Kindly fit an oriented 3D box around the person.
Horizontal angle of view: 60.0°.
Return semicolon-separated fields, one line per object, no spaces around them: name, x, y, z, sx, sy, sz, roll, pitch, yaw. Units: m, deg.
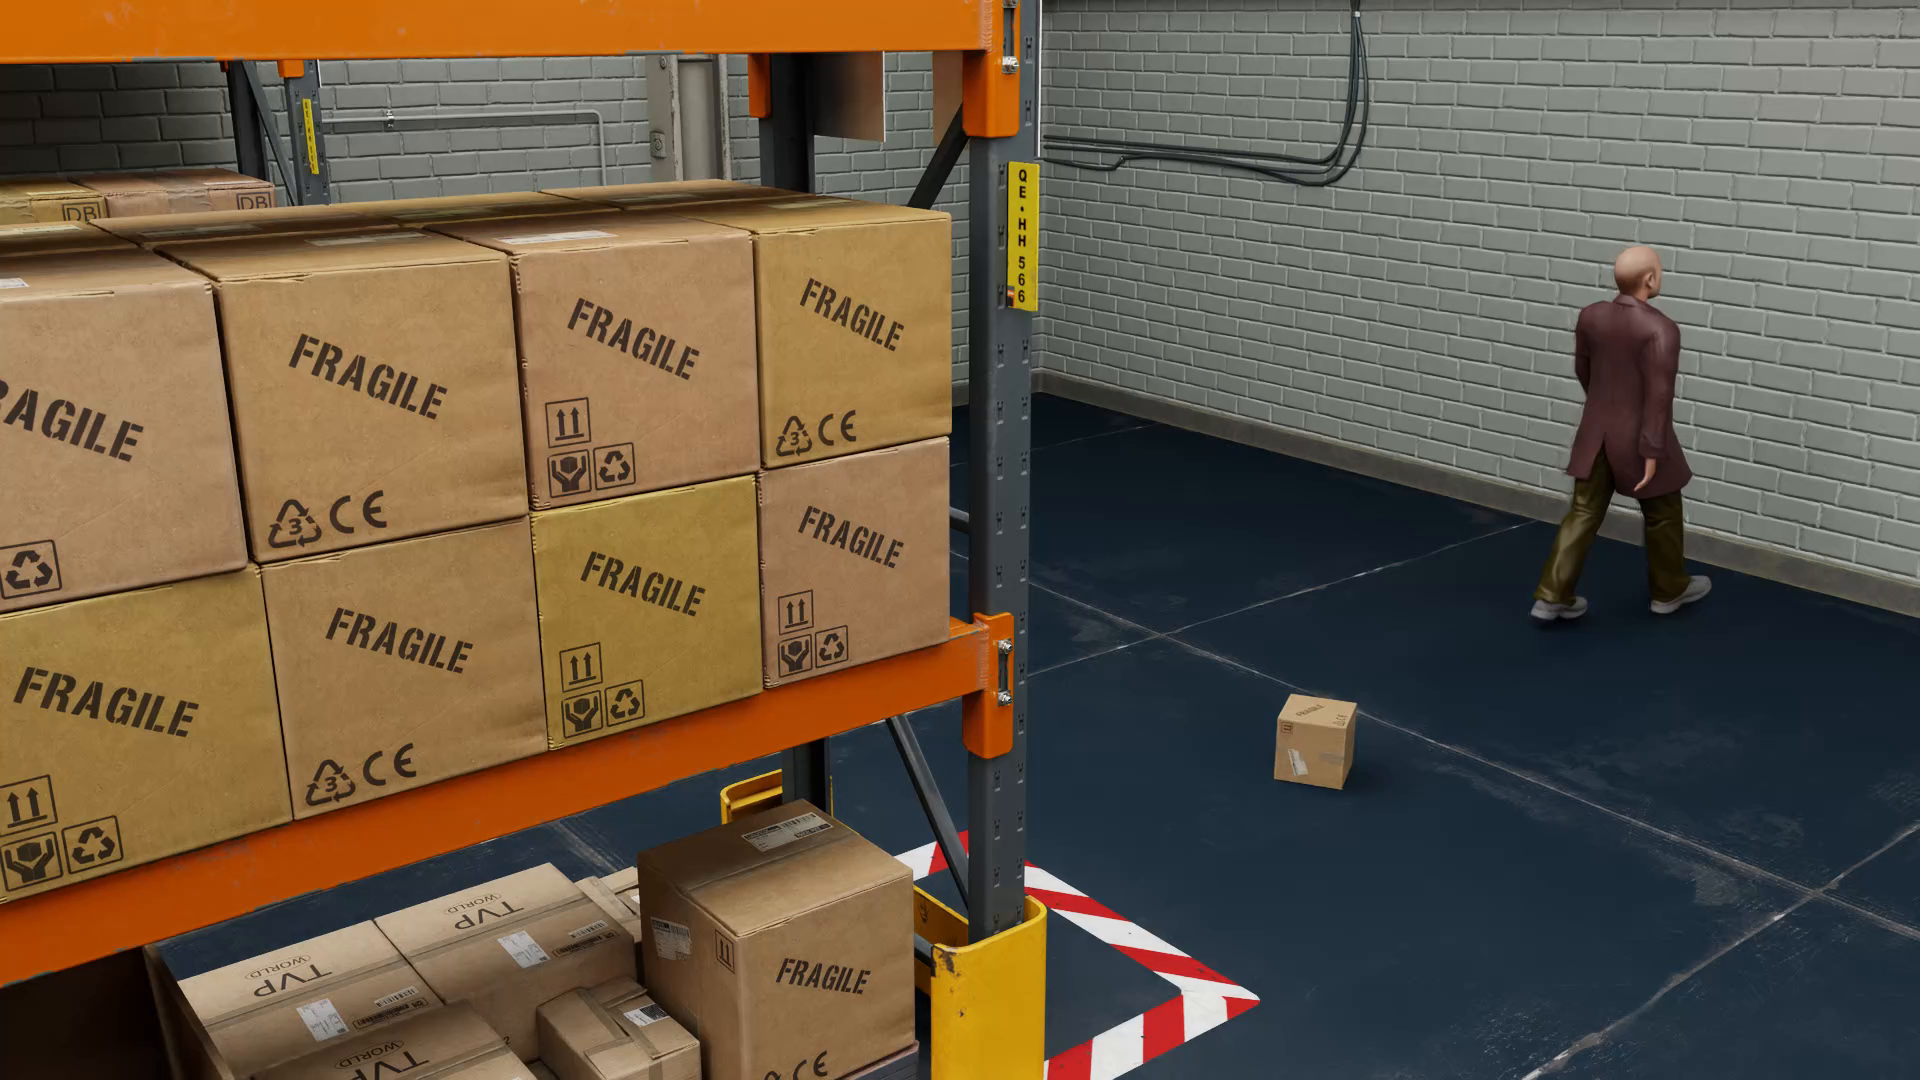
person;3.104;-0.491;7.635;0.997;1.735;0.581;-12;21;-33
